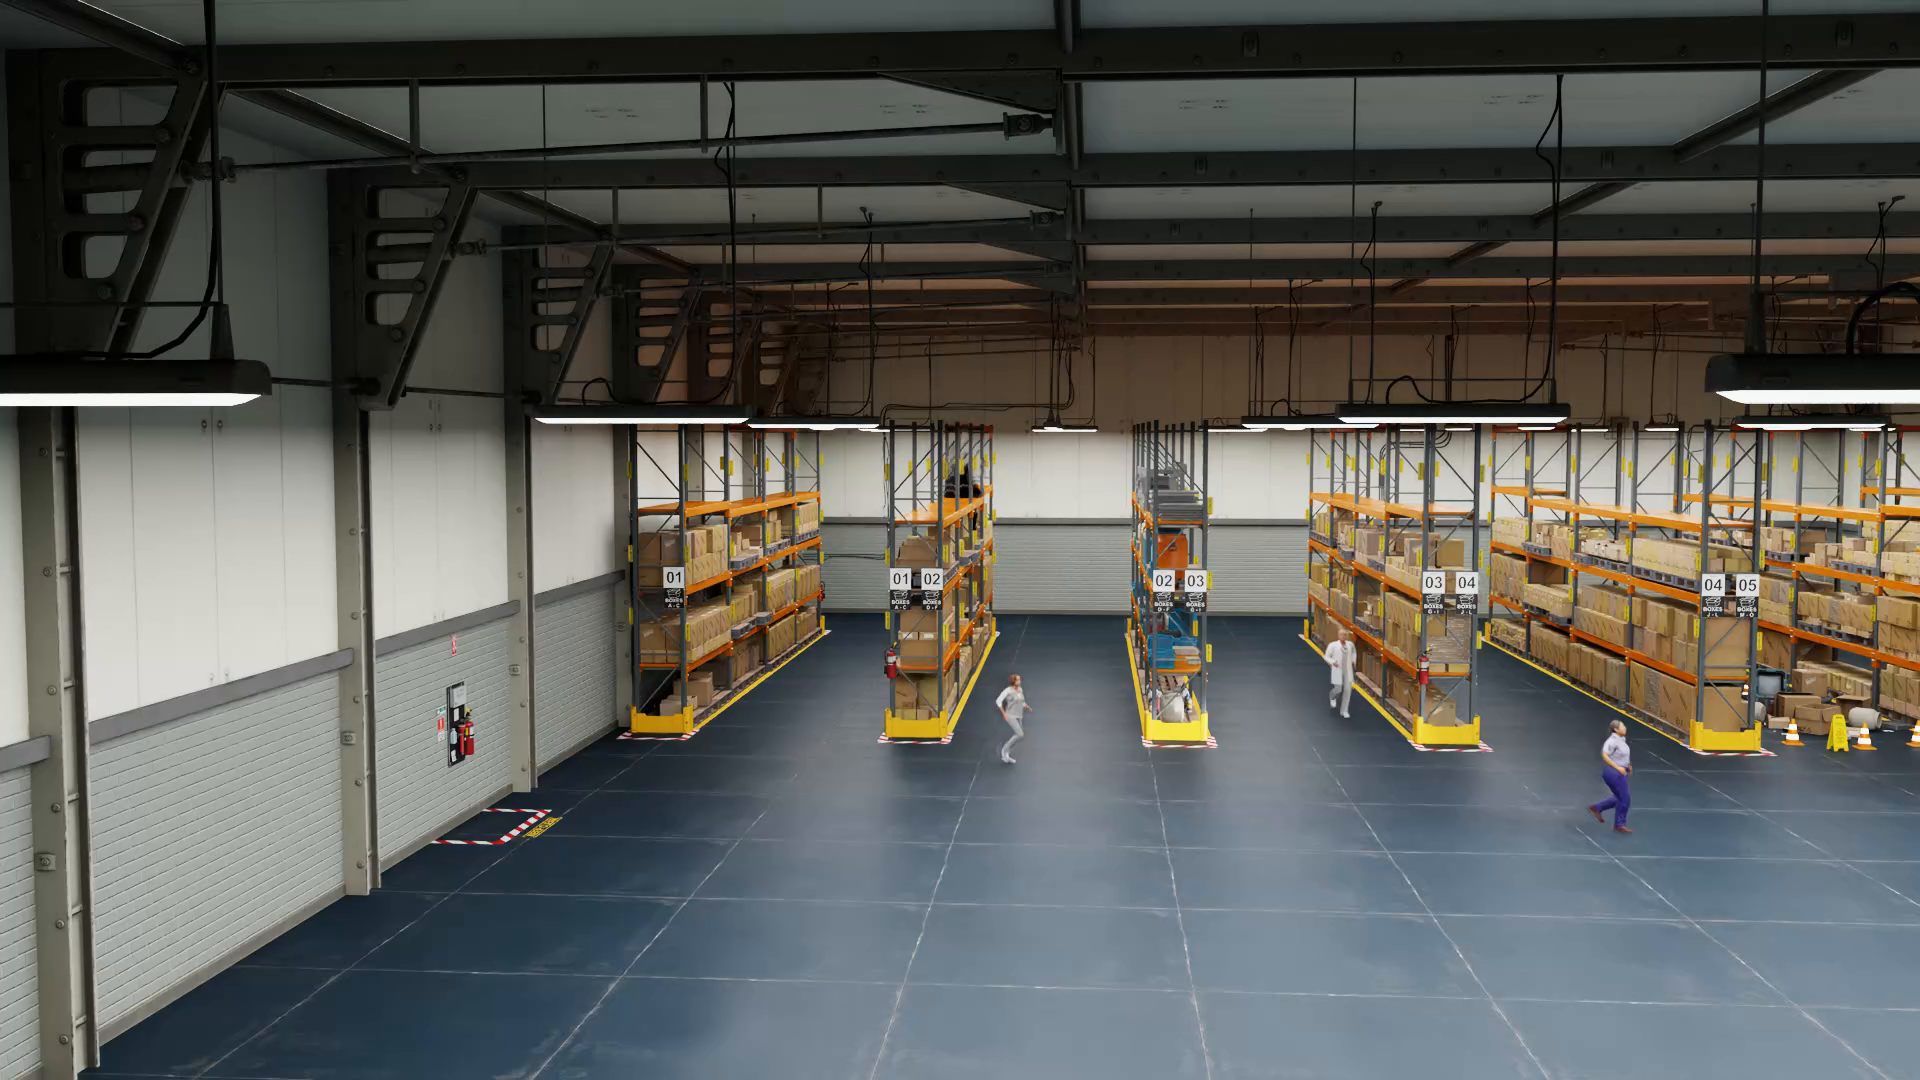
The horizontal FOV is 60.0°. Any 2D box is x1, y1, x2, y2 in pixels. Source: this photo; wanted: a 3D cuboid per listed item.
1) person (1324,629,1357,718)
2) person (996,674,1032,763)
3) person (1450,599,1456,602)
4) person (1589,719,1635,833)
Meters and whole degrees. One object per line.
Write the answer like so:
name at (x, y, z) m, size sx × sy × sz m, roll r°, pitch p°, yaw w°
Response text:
person at (7.785, 2.689, 33.903) m, size 0.709 × 1.717 × 0.945 m, roll 0°, pitch 4°, yaw -4°
person at (0.962, 3.105, 28.893) m, size 0.575 × 1.570 × 0.543 m, roll 3°, pitch 4°, yaw 36°
person at (13.957, 1.888, 47.131) m, size 0.879 × 1.705 × 0.712 m, roll -3°, pitch 5°, yaw -37°
person at (9.437, 3.406, 24.036) m, size 0.639 × 1.619 × 0.614 m, roll 2°, pitch 4°, yaw 32°
